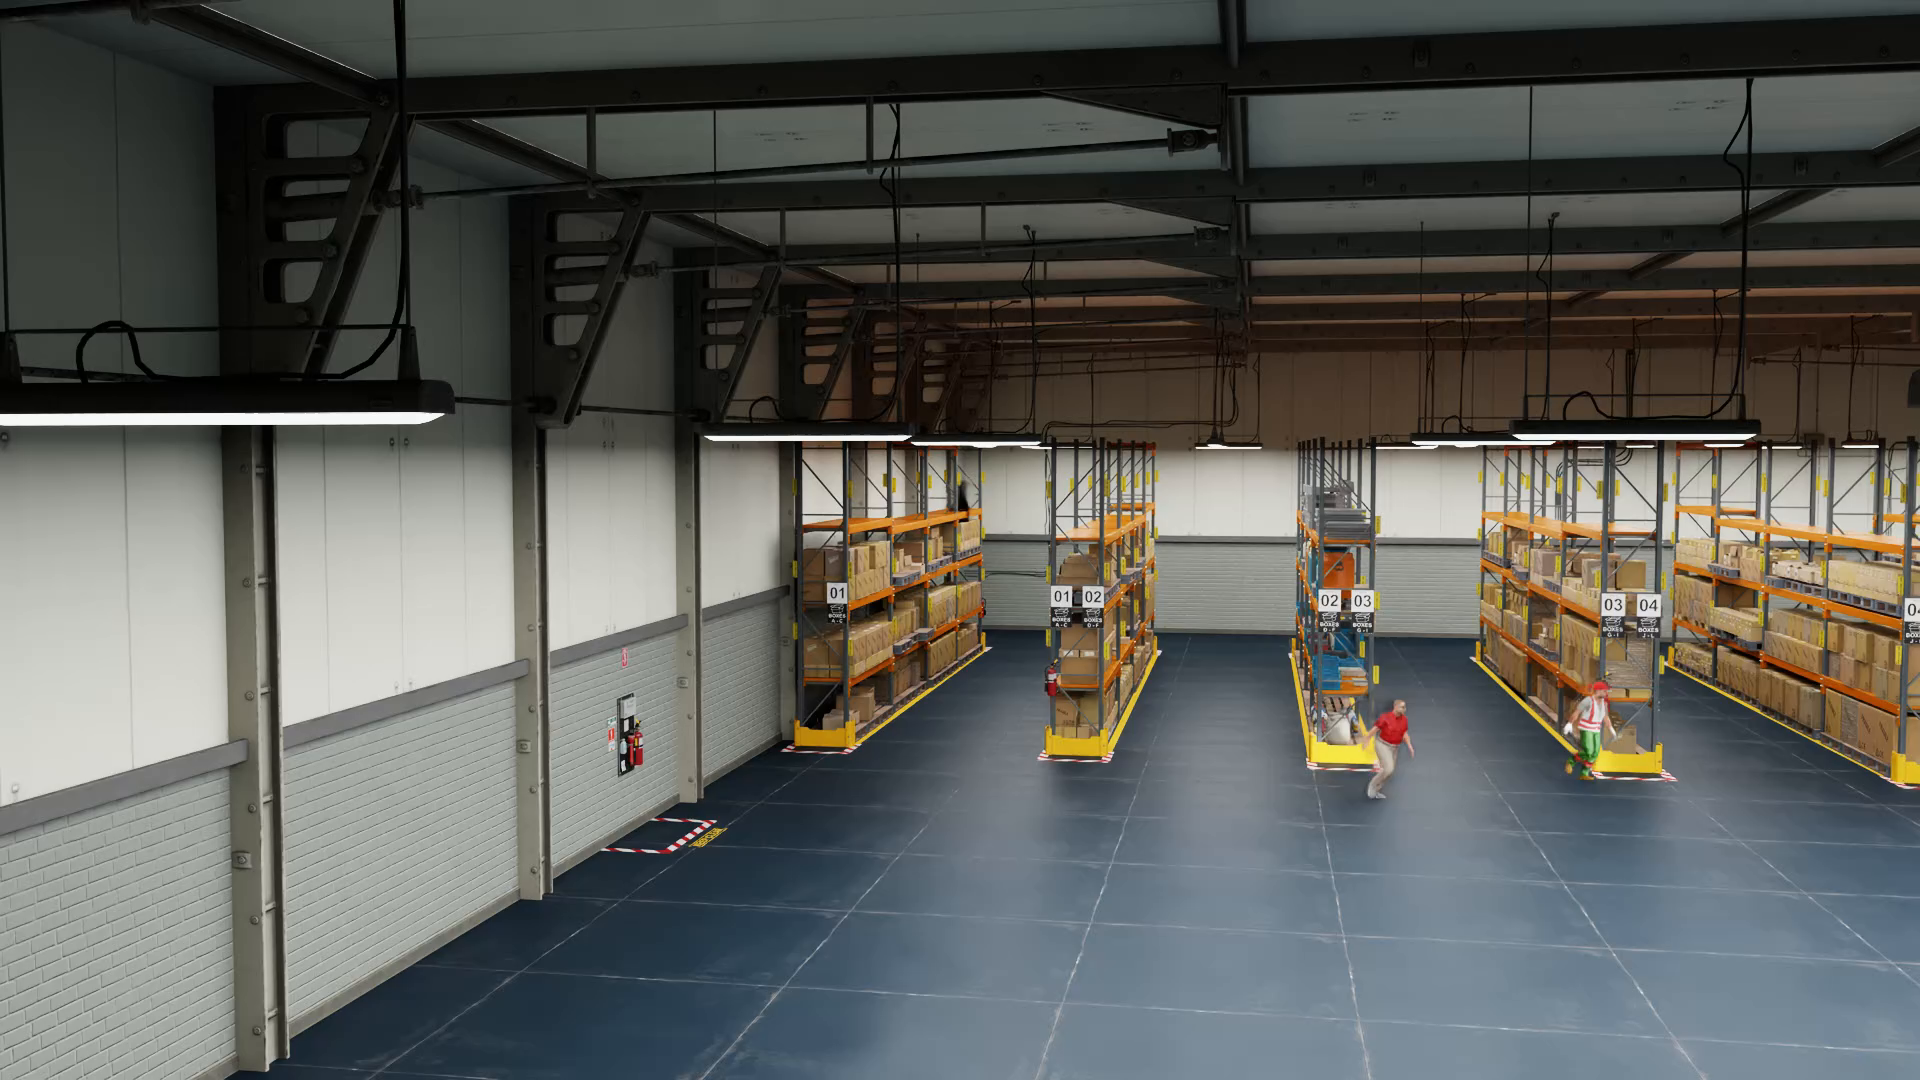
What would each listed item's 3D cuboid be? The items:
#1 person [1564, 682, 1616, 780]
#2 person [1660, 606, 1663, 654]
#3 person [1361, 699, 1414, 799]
[{"bbox_3d":[10.938,3.317,28.931,0.732,1.734,0.670,-2,3,-28],"label":"person"},{"bbox_3d":[19.087,2.419,45.883,0.844,1.849,0.664,-2,4,-40],"label":"person"},{"bbox_3d":[7.048,3.435,27.334,0.655,1.667,0.689,-2,4,-33],"label":"person"}]
